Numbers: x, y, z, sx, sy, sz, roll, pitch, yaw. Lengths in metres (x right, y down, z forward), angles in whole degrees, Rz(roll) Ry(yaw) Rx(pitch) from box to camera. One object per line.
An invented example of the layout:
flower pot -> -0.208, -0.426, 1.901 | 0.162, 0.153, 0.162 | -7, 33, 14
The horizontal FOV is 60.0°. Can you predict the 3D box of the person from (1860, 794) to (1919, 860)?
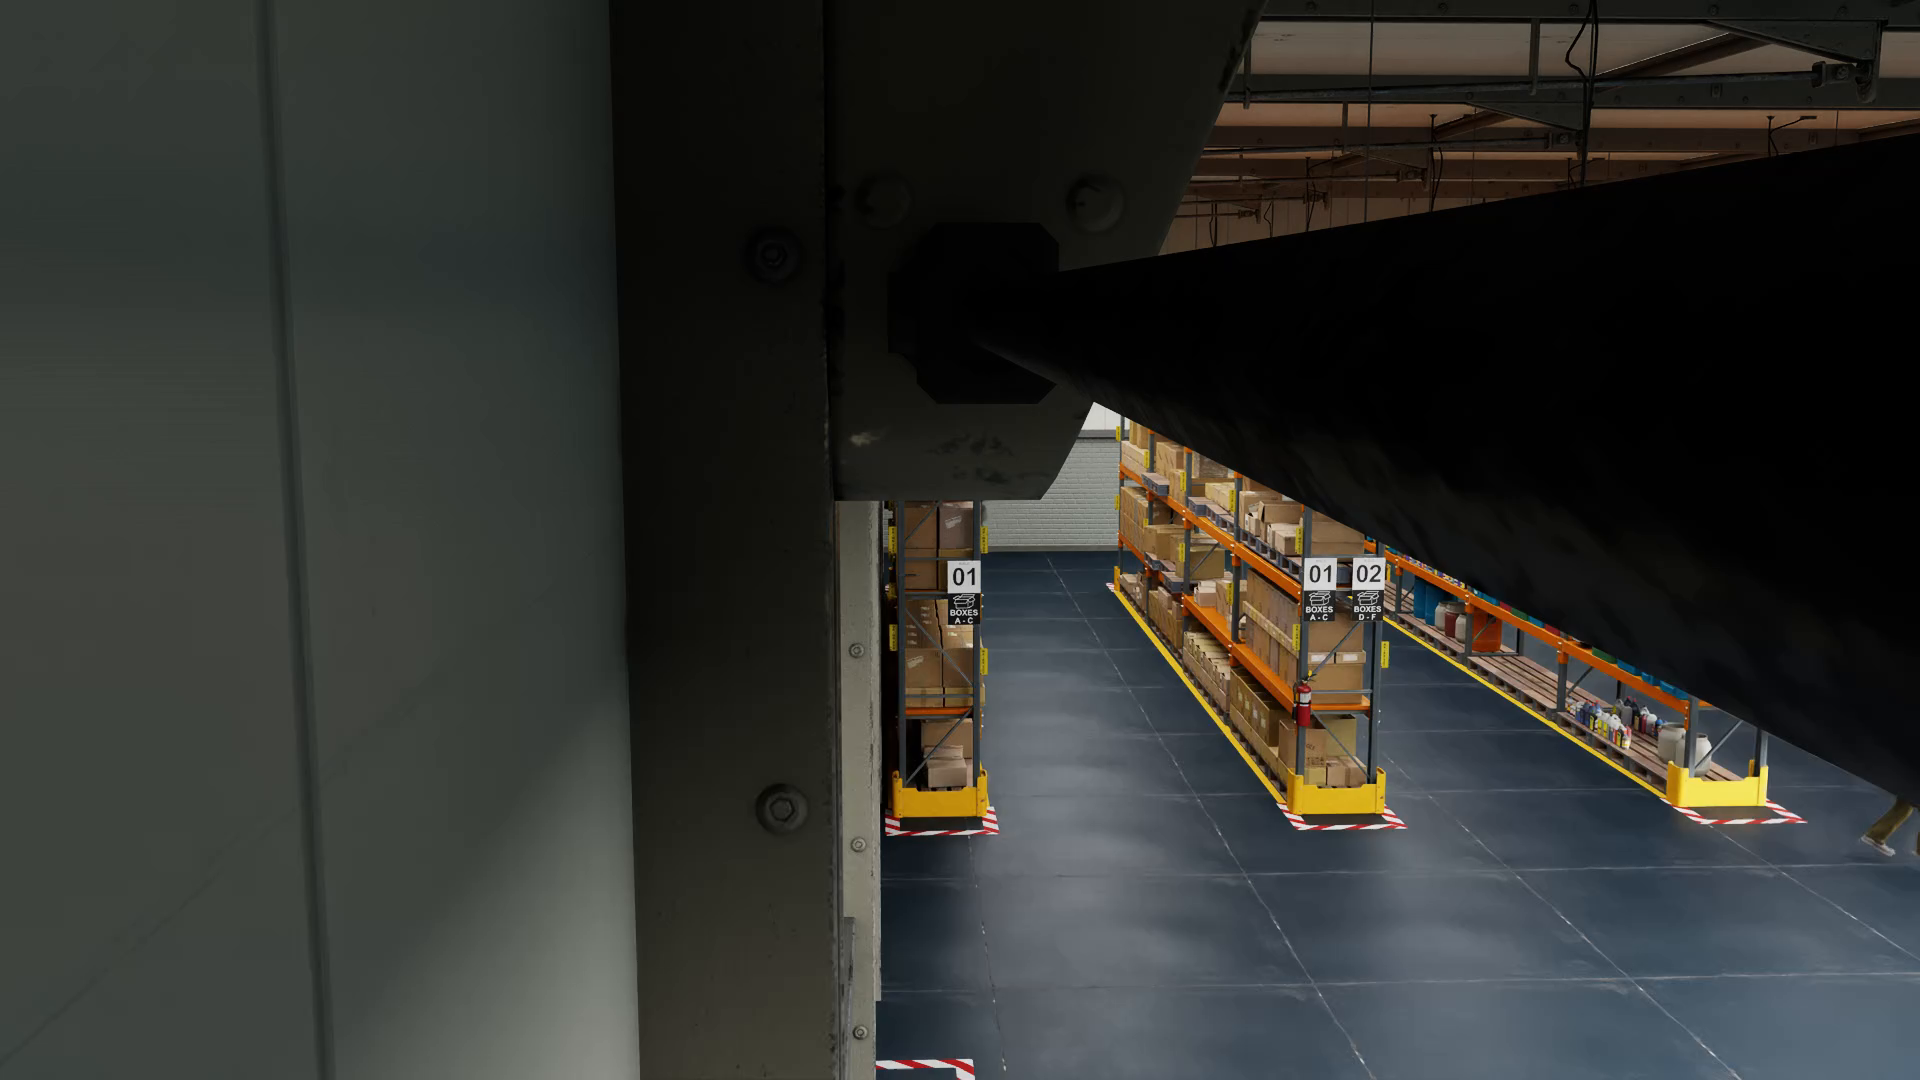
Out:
person -> 10.705, 2.770, 18.778 | 0.856, 1.843, 0.707 | 5, 10, 30
